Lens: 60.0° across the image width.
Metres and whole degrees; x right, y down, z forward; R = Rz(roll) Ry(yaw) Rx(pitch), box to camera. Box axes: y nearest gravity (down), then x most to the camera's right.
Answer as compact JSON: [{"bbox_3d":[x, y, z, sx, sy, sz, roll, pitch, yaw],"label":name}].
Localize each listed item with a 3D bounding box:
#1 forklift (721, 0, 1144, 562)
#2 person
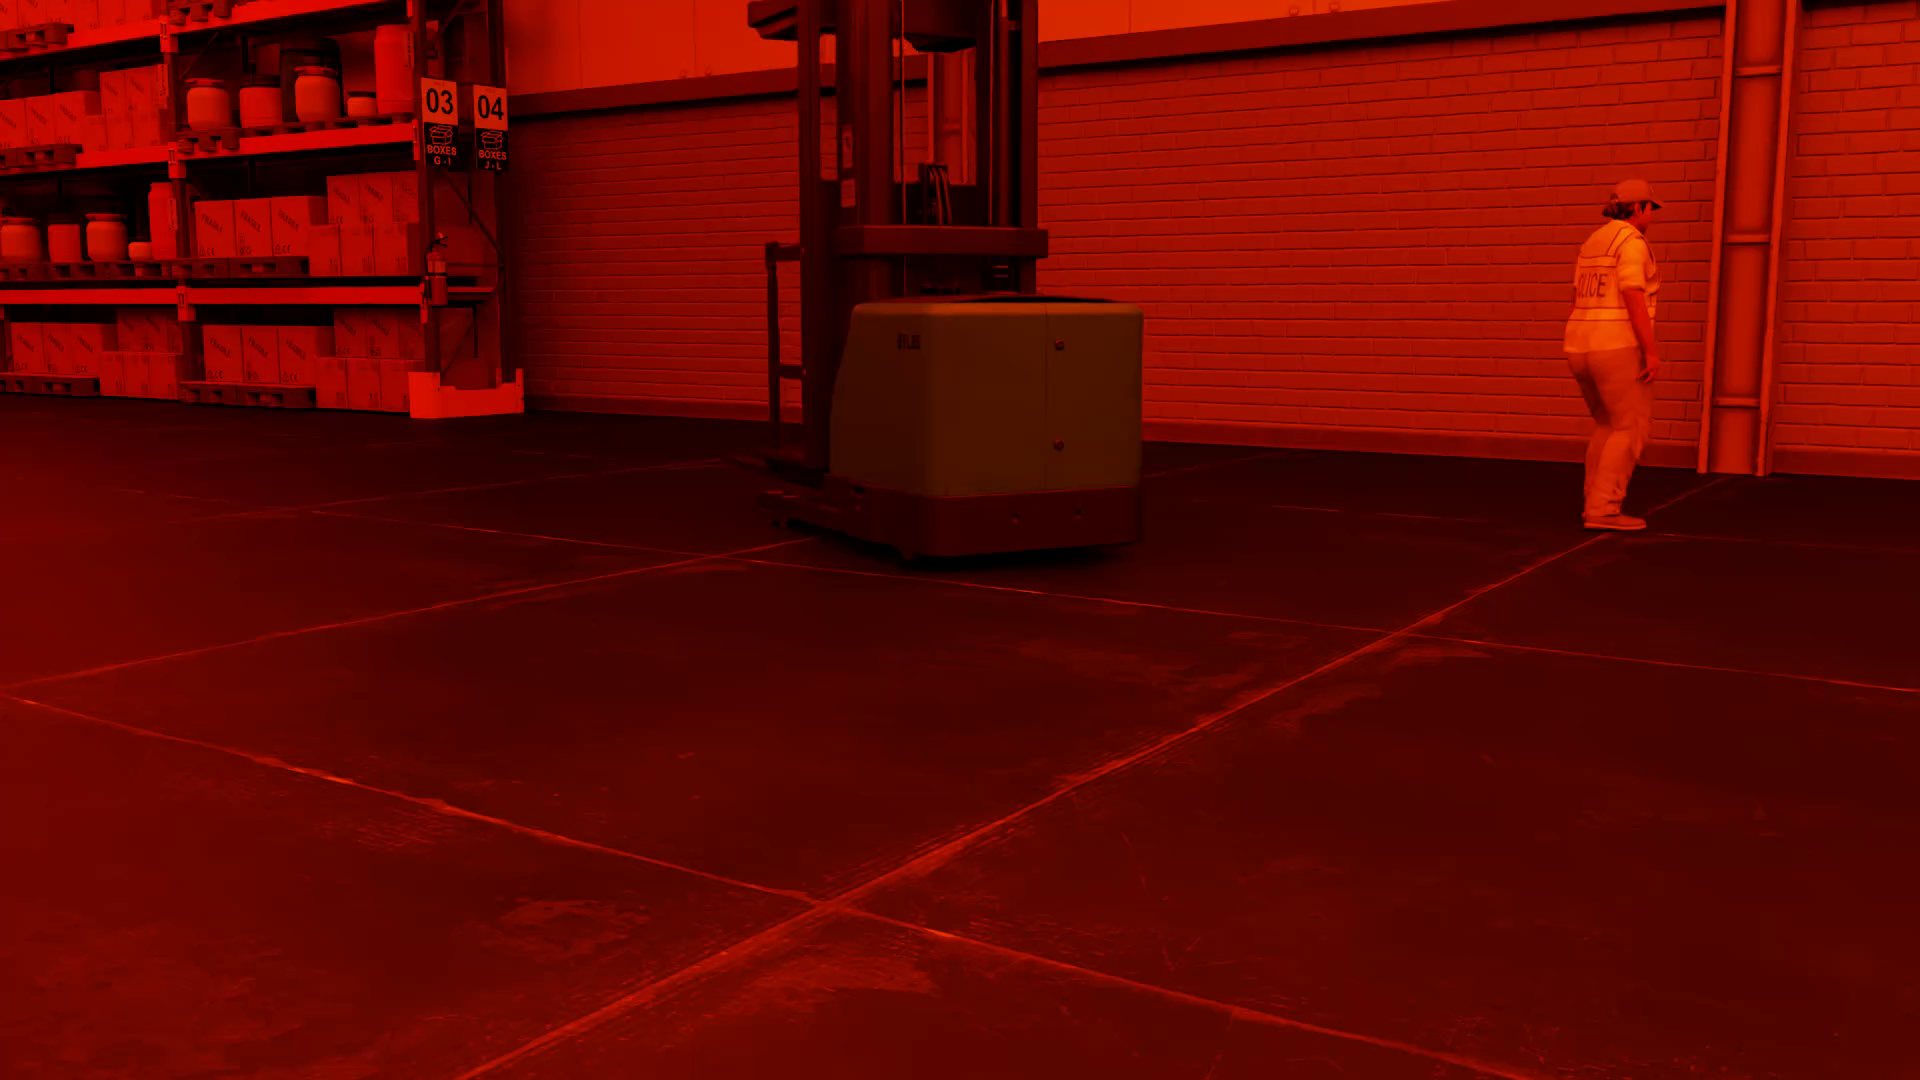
[{"bbox_3d":[-0.342,-1.531,7.962,1.130,2.935,3.031,-4,9,-27],"label":"forklift"},{"bbox_3d":[3.159,-0.873,7.964,0.475,1.686,0.561,-1,8,-7],"label":"person"}]
